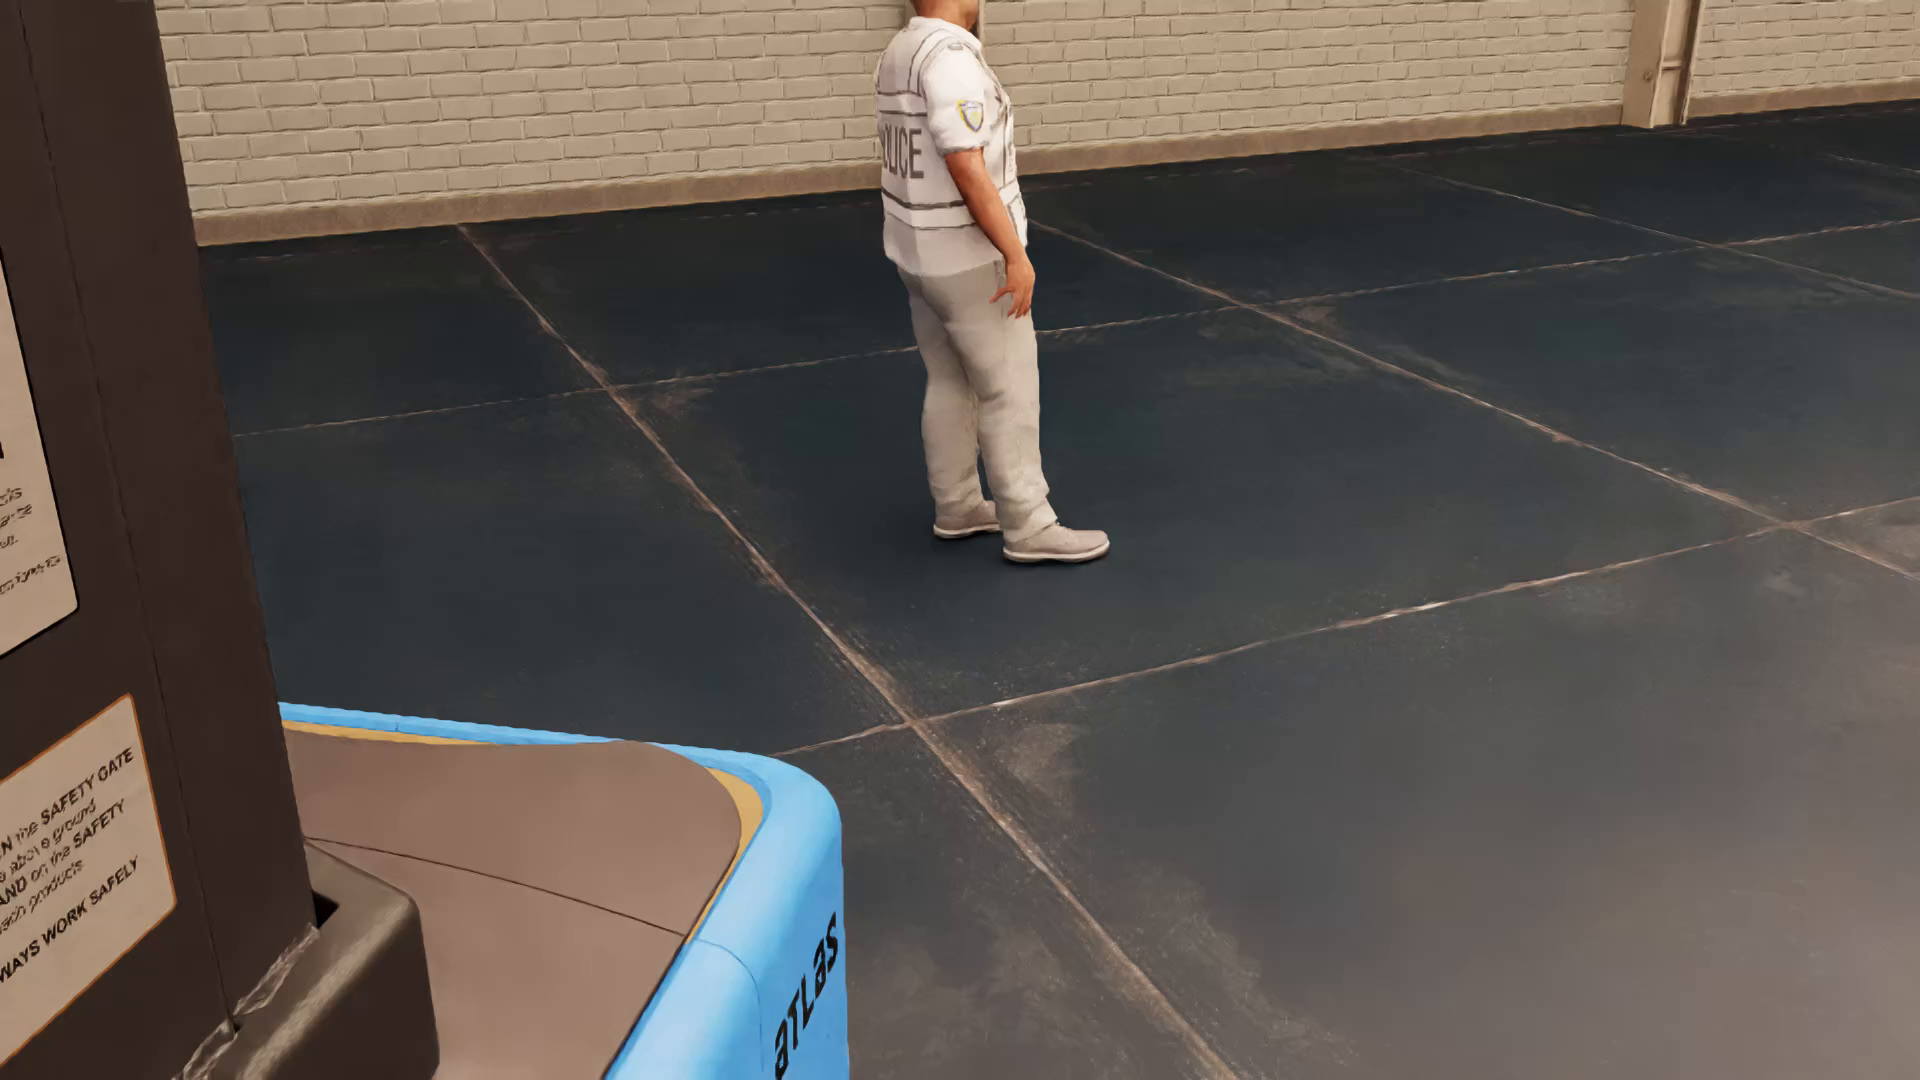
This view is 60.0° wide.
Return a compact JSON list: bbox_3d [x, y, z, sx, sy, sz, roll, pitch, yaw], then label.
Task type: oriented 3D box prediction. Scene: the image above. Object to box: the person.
[{"bbox_3d":[0.075,-0.839,4.782,0.574,1.781,0.640,-10,25,-23],"label":"person"}]
